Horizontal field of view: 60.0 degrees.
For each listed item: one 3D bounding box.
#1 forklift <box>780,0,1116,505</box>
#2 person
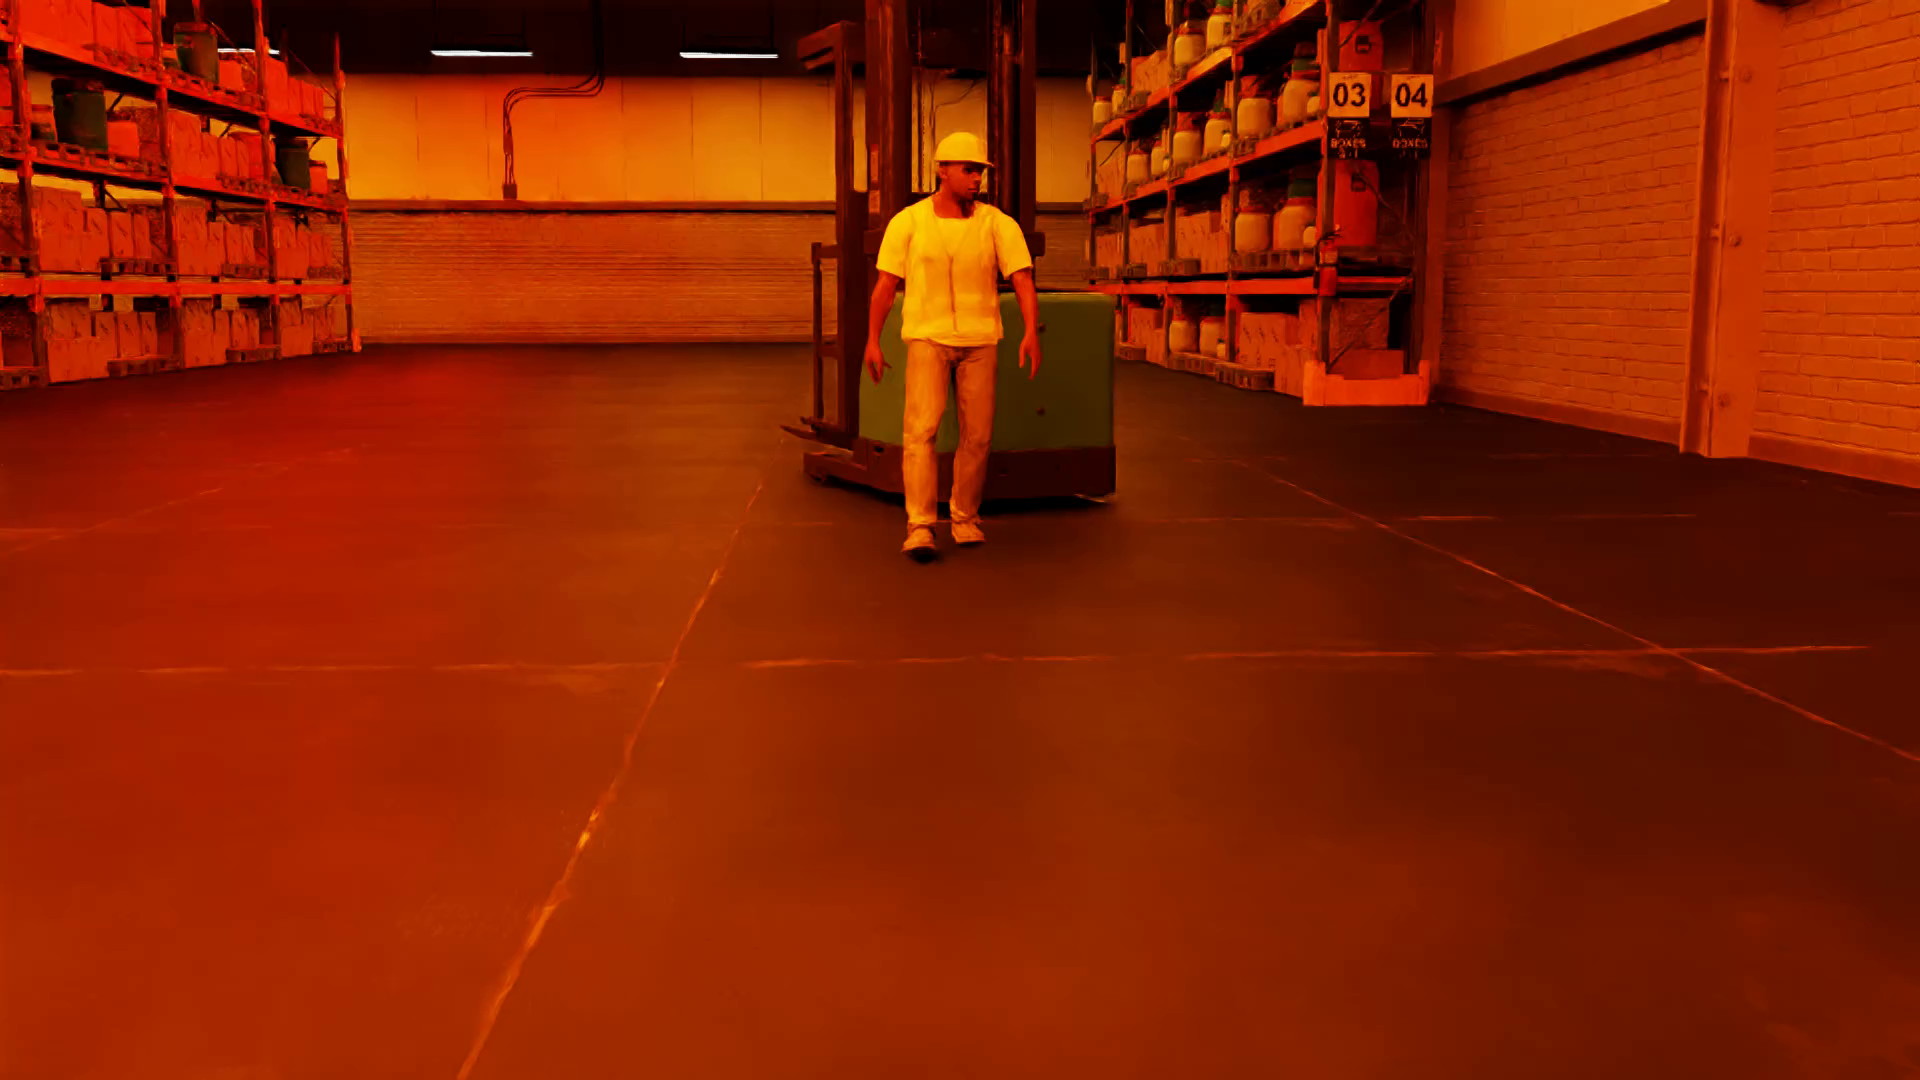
[{"bbox_3d":[-0.256,-1.793,9.404,1.130,2.935,3.031,-4,9,-23],"label":"forklift"},{"bbox_3d":[-0.024,-0.818,6.921,0.725,1.742,0.762,-1,8,-6],"label":"person"}]
